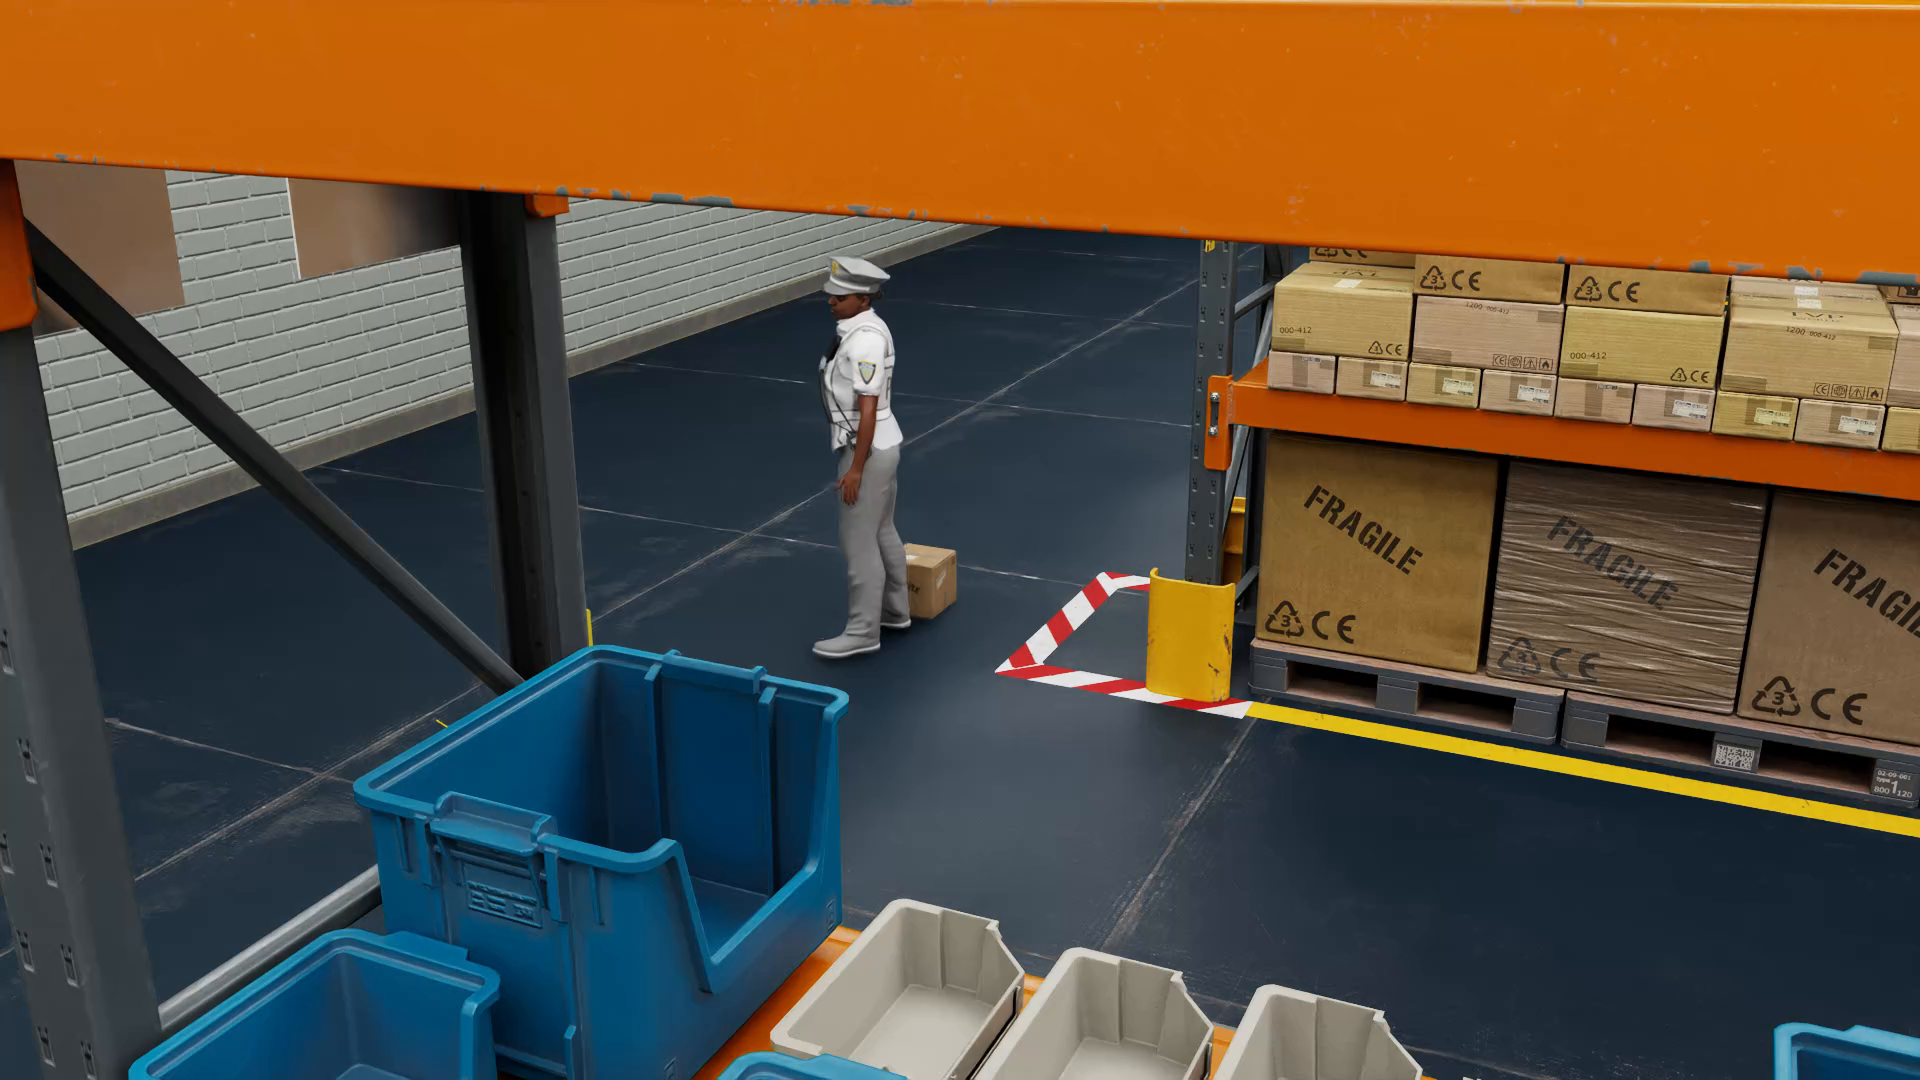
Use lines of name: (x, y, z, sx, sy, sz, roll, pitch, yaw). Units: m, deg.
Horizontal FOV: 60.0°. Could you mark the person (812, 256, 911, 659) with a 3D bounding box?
person: (-0.426, -0.359, 7.006, 0.429, 1.677, 0.537, -1, 19, -3)
